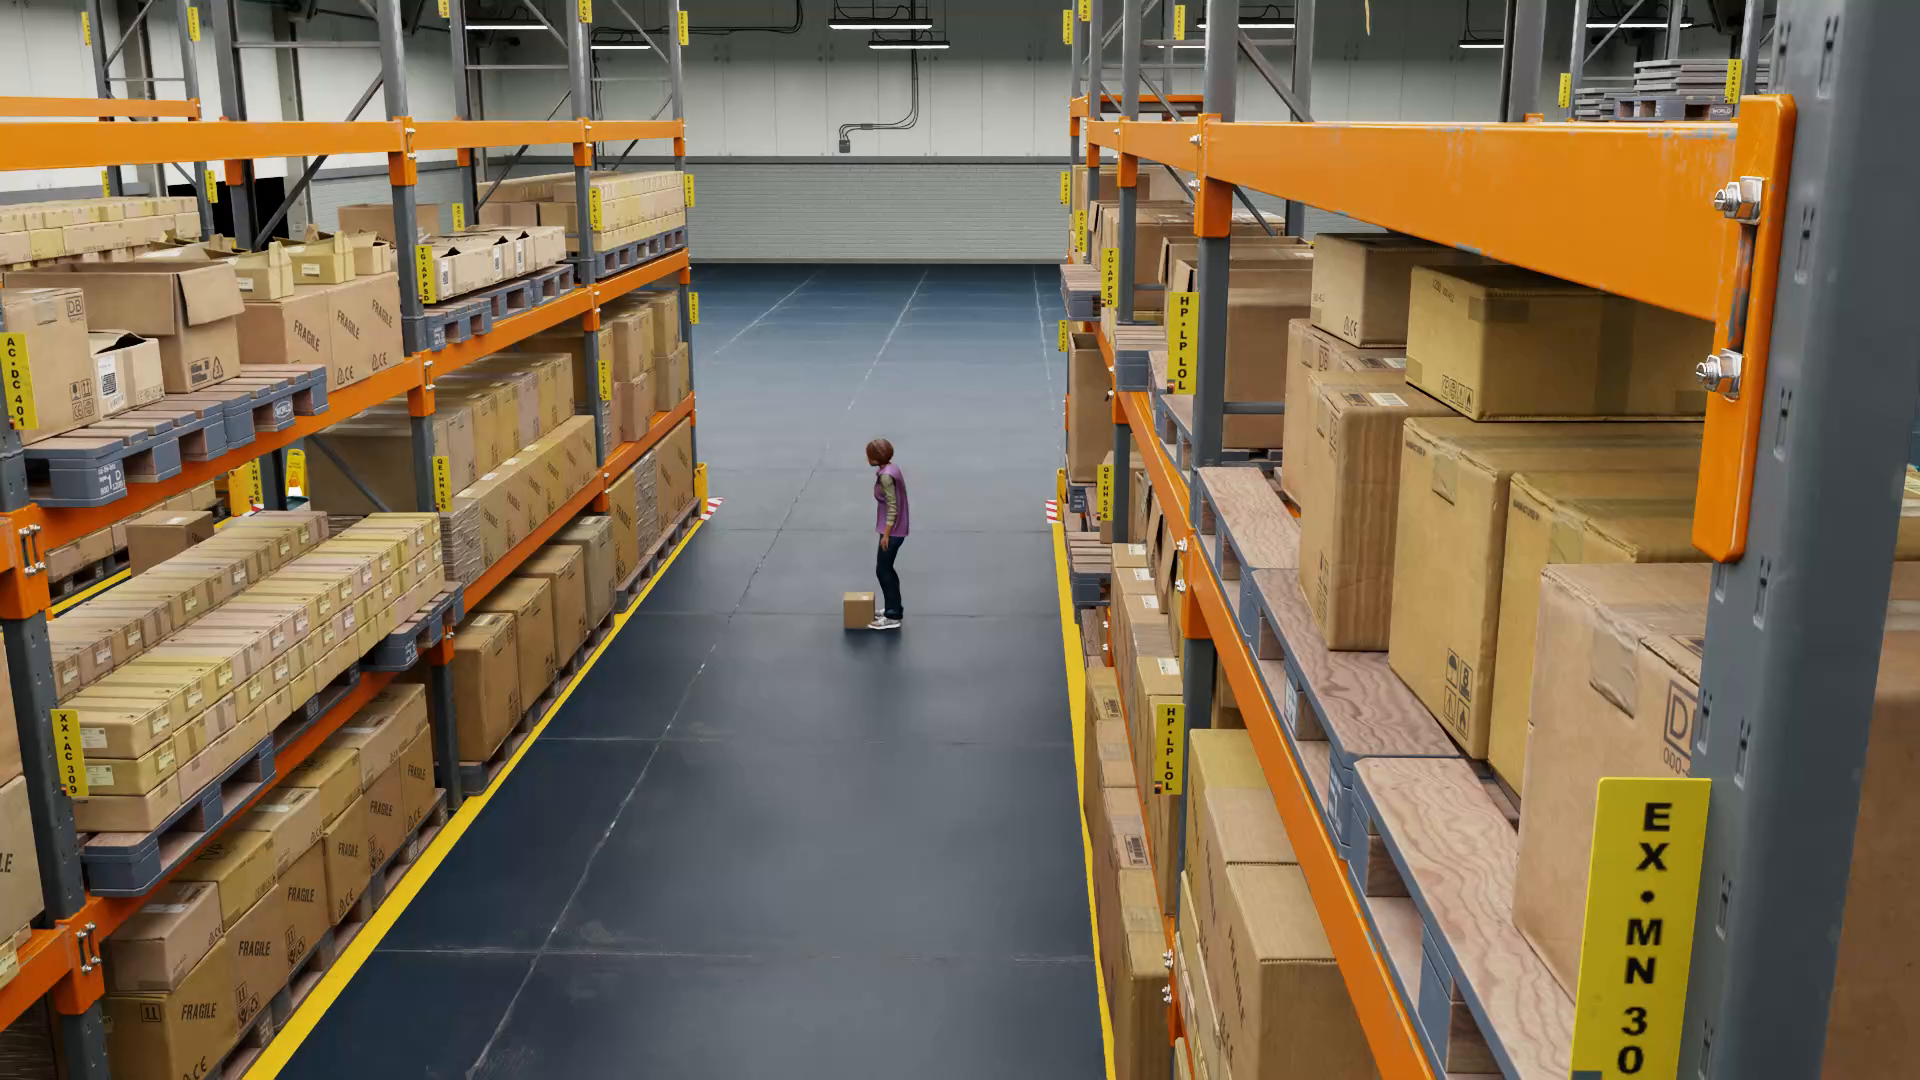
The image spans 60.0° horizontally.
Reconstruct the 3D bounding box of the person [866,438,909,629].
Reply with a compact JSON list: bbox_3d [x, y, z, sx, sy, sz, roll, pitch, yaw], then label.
[{"bbox_3d":[-0.596,-0.056,13.771,0.348,1.580,0.475,0,14,-2],"label":"person"}]
